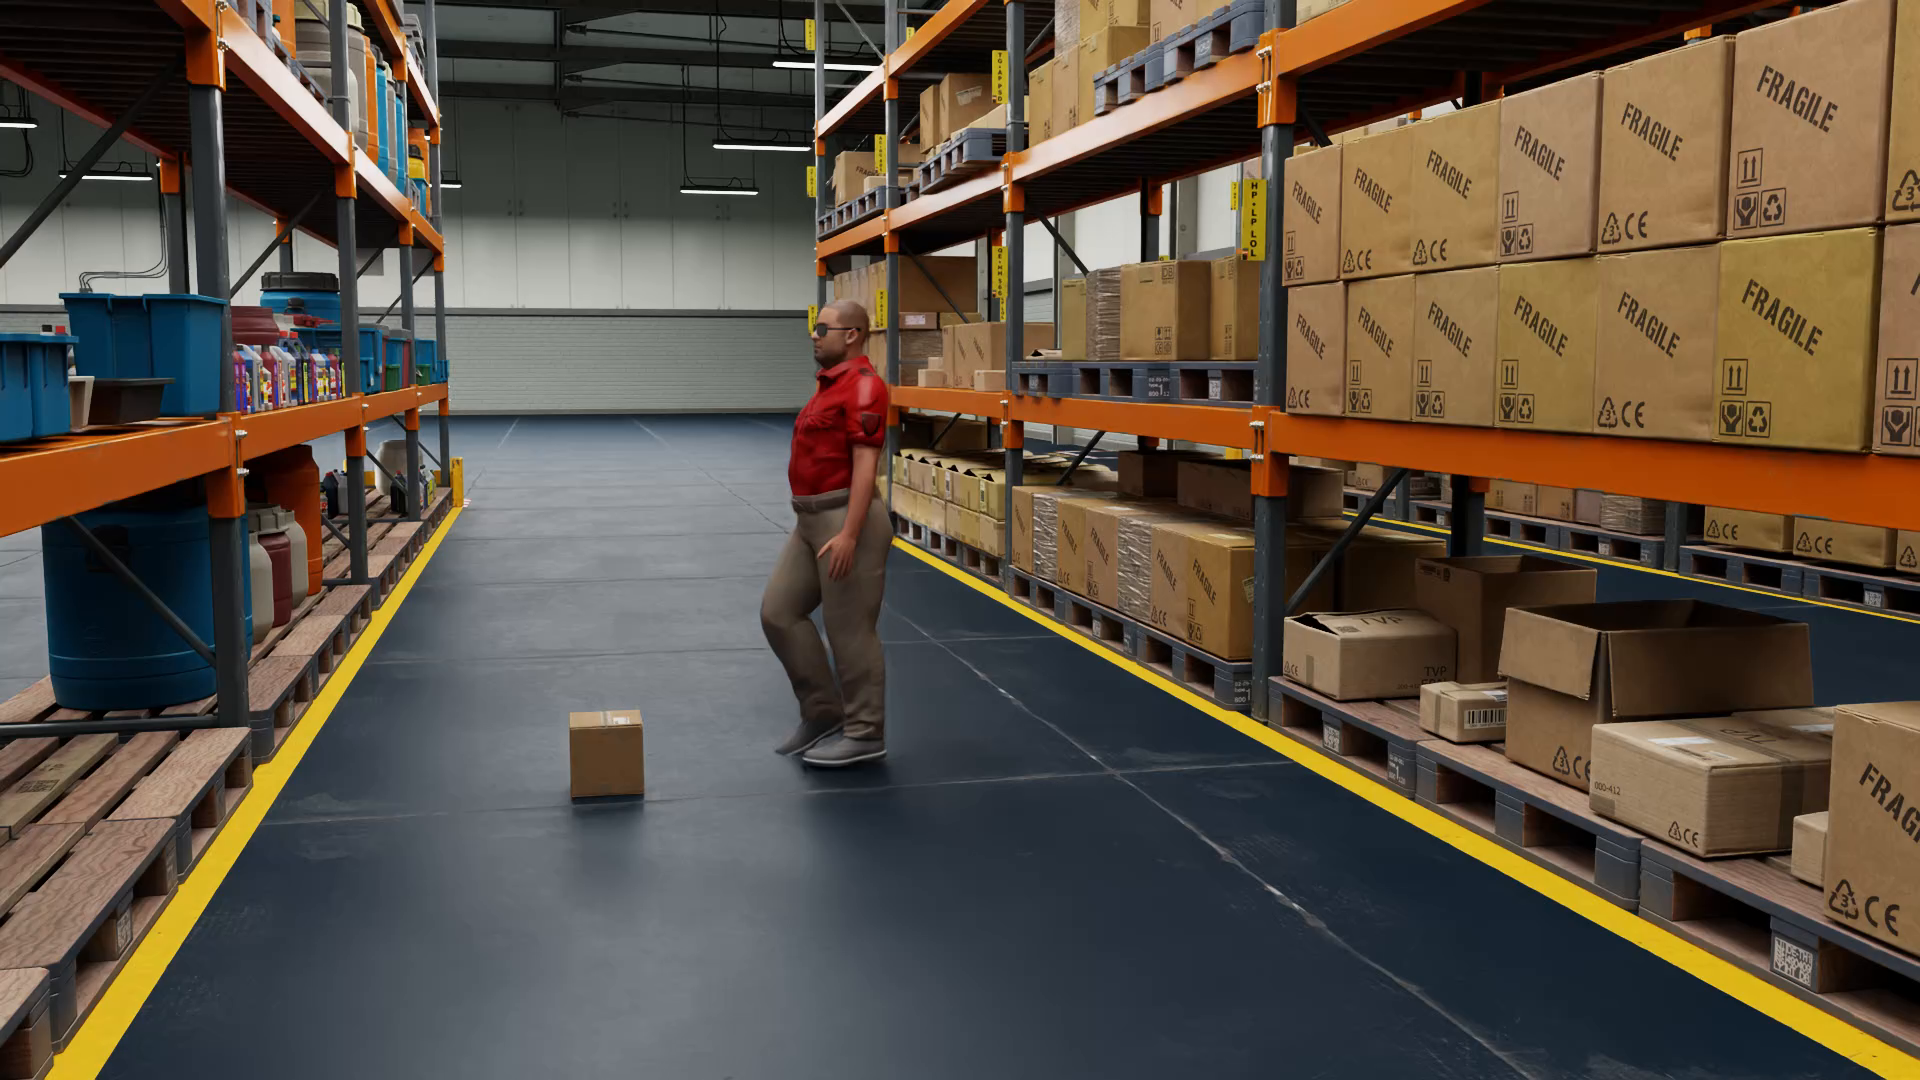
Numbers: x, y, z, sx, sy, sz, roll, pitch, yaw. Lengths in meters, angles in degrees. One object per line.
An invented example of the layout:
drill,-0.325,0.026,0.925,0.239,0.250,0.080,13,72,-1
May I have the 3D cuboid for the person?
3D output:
person,-0.489,-0.004,6.185,0.435,1.762,0.576,-3,7,-23
